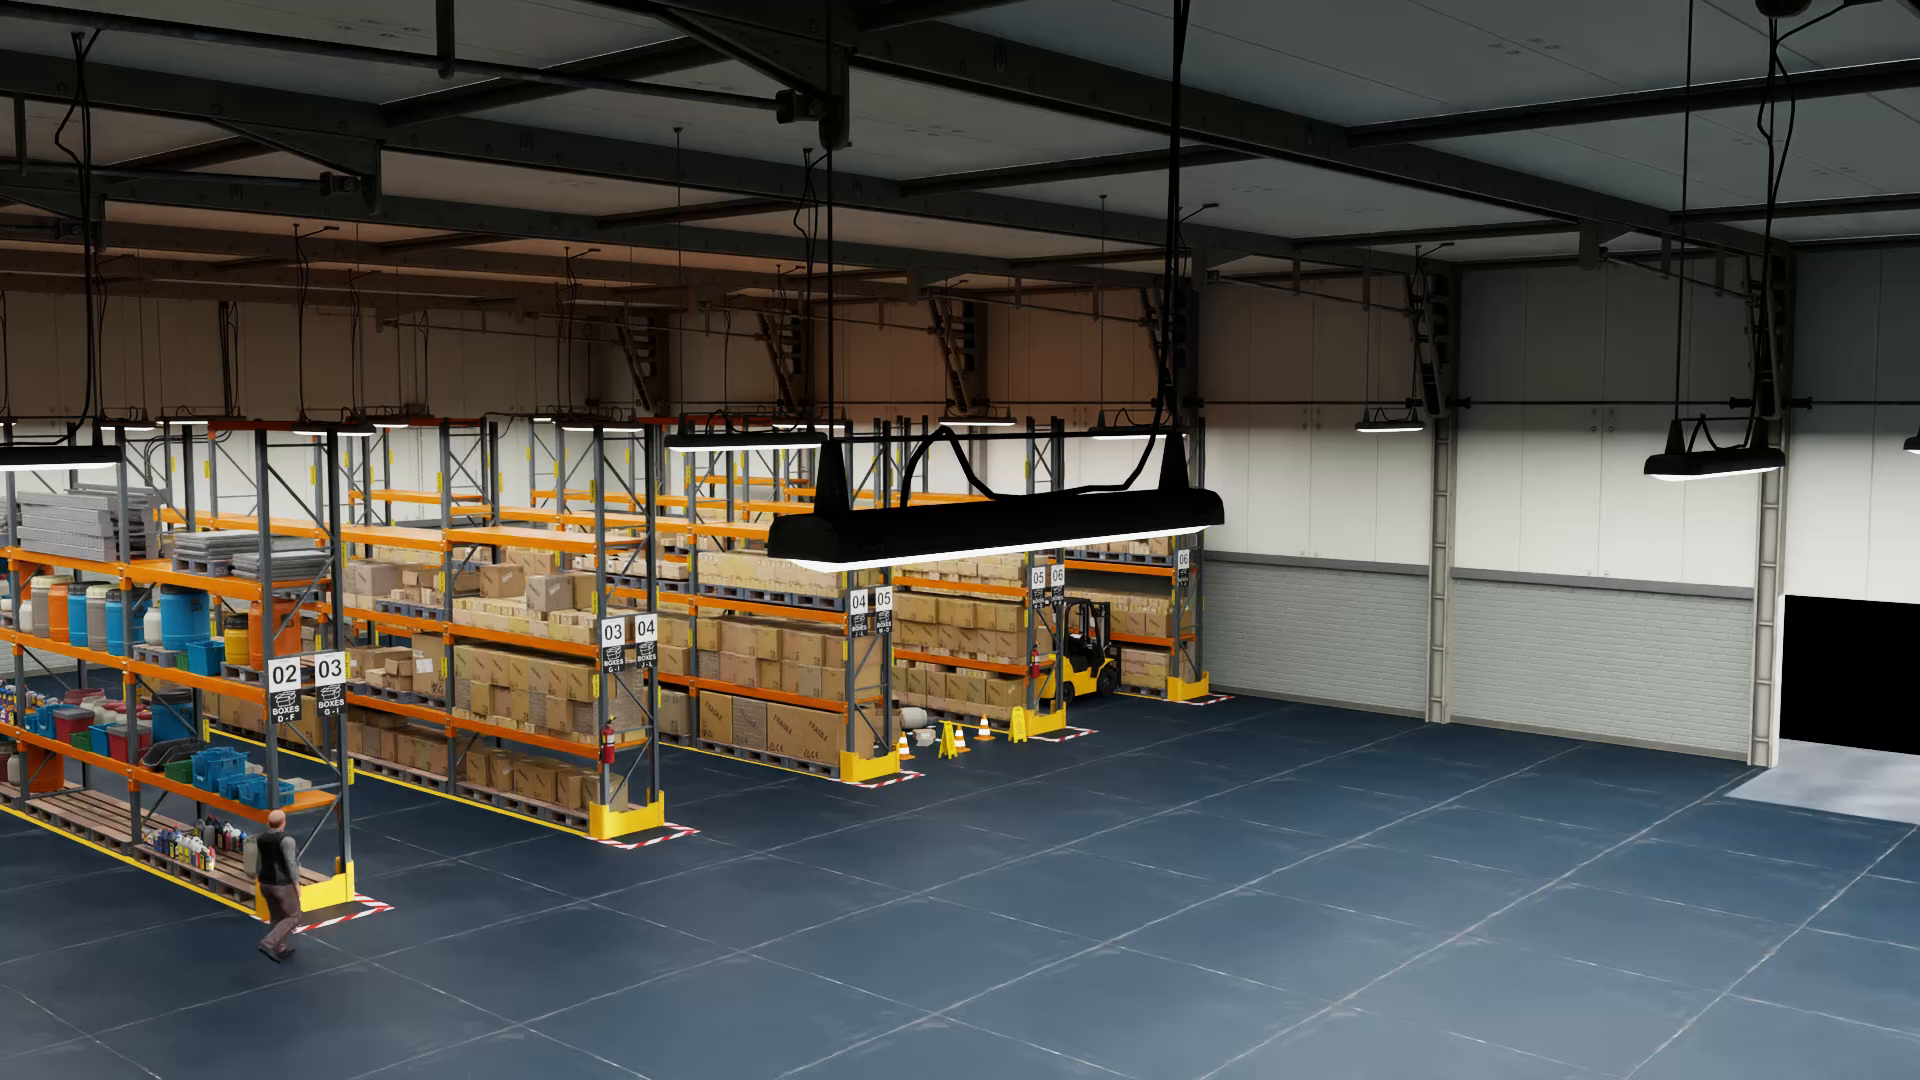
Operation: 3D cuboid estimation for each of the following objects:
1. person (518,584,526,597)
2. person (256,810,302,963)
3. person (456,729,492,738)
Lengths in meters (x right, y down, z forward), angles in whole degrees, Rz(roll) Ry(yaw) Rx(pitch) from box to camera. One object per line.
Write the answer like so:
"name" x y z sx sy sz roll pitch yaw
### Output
"person" -11.428 1.815 43.799 0.603 1.751 0.923 2 5 18
"person" -7.717 3.906 18.698 0.553 1.716 0.683 2 5 23
"person" -9.282 2.870 31.305 1.093 1.714 0.532 4 6 37
